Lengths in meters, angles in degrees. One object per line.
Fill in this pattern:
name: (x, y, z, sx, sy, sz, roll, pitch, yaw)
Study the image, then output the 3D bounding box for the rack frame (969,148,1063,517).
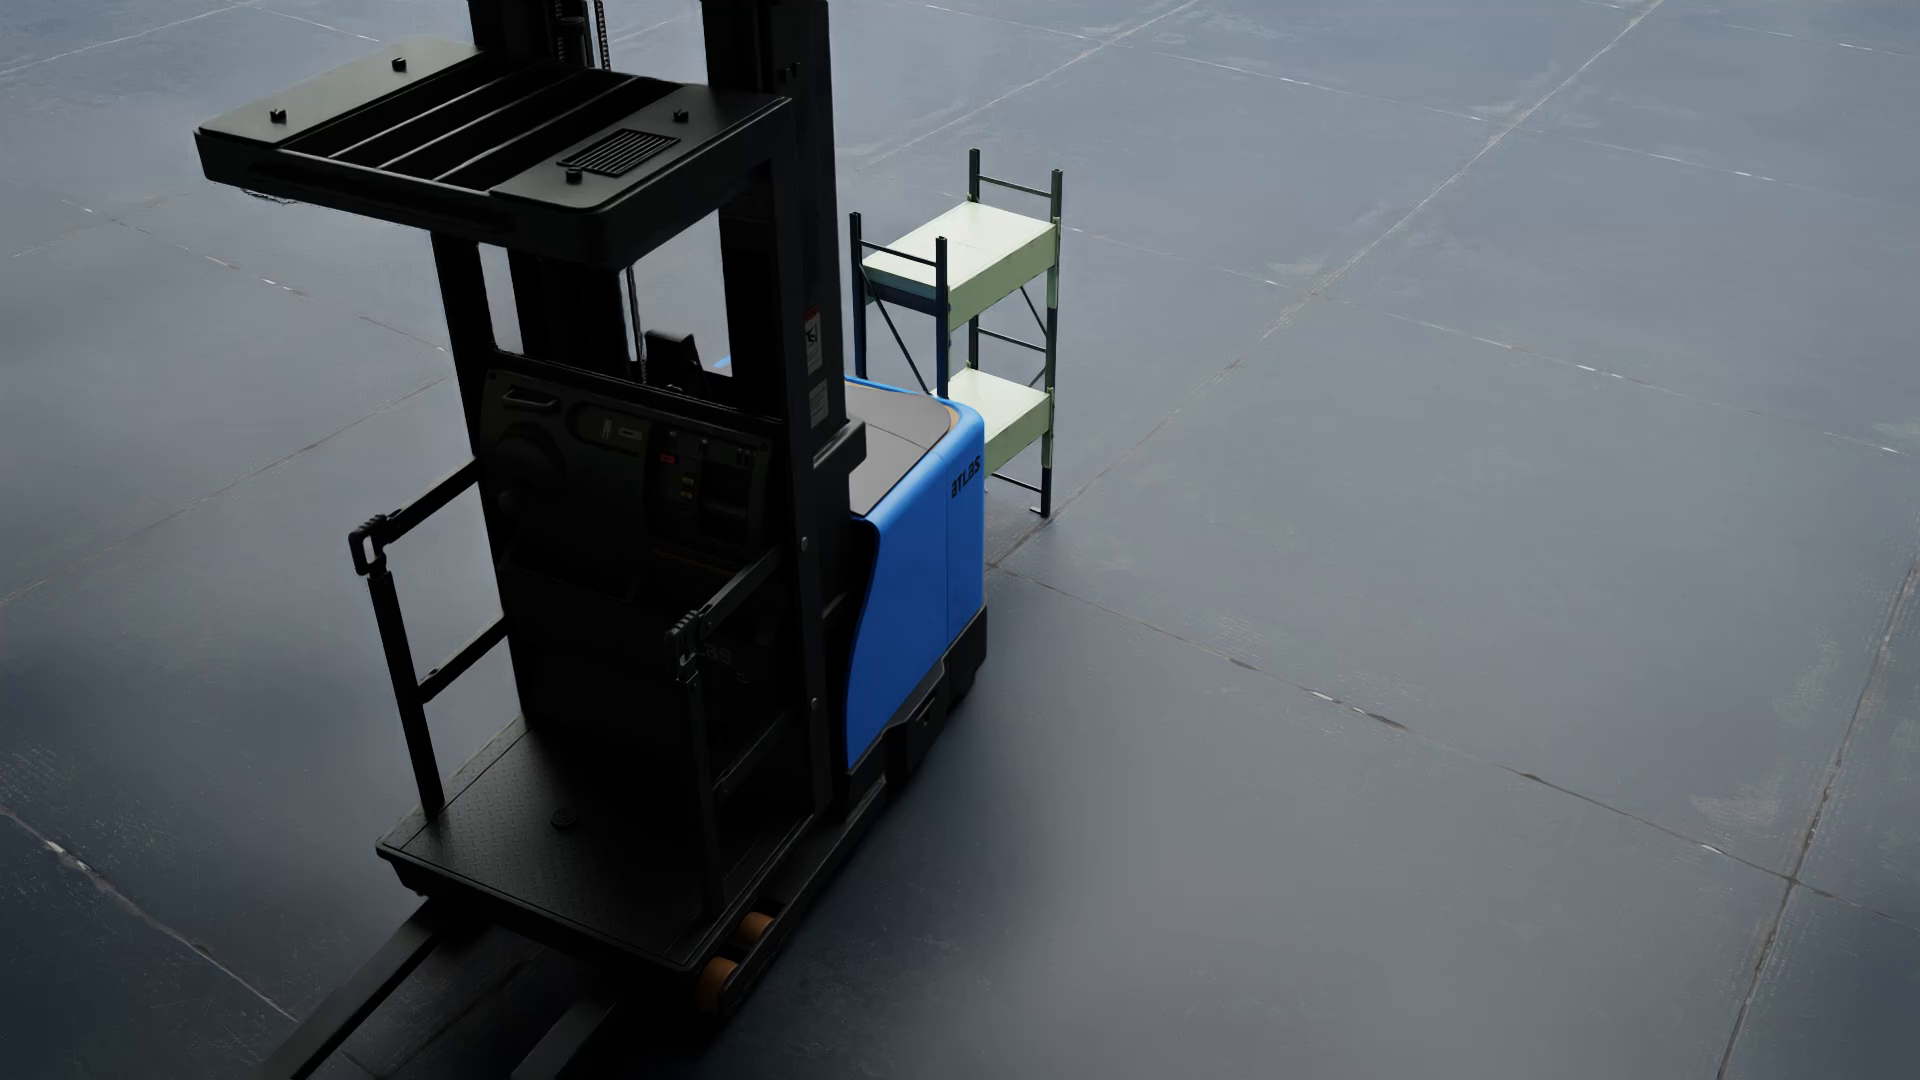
rack frame: (0.205, -0.787, 6.574, 0.400, 1.500, 0.023, 21, 39, 28)

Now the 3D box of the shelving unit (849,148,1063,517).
shelving unit: (-0.004, -0.618, 6.325, 0.431, 1.500, 0.755, 21, 39, 28)

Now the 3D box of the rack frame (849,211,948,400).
rack frame: (-0.212, -0.450, 6.076, 0.400, 1.500, 0.023, 21, 39, 28)

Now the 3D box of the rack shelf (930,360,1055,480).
rack shelf: (-0.004, -0.348, 6.508, 0.431, 0.370, 0.720, 21, 39, 28)

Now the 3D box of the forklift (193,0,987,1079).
forklift: (-1.004, -0.140, 4.341, 1.130, 2.935, 3.031, 15, 37, 21)

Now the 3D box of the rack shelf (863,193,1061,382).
rack shelf: (-0.004, -0.941, 6.107, 0.431, 0.370, 0.720, 21, 39, 28)
